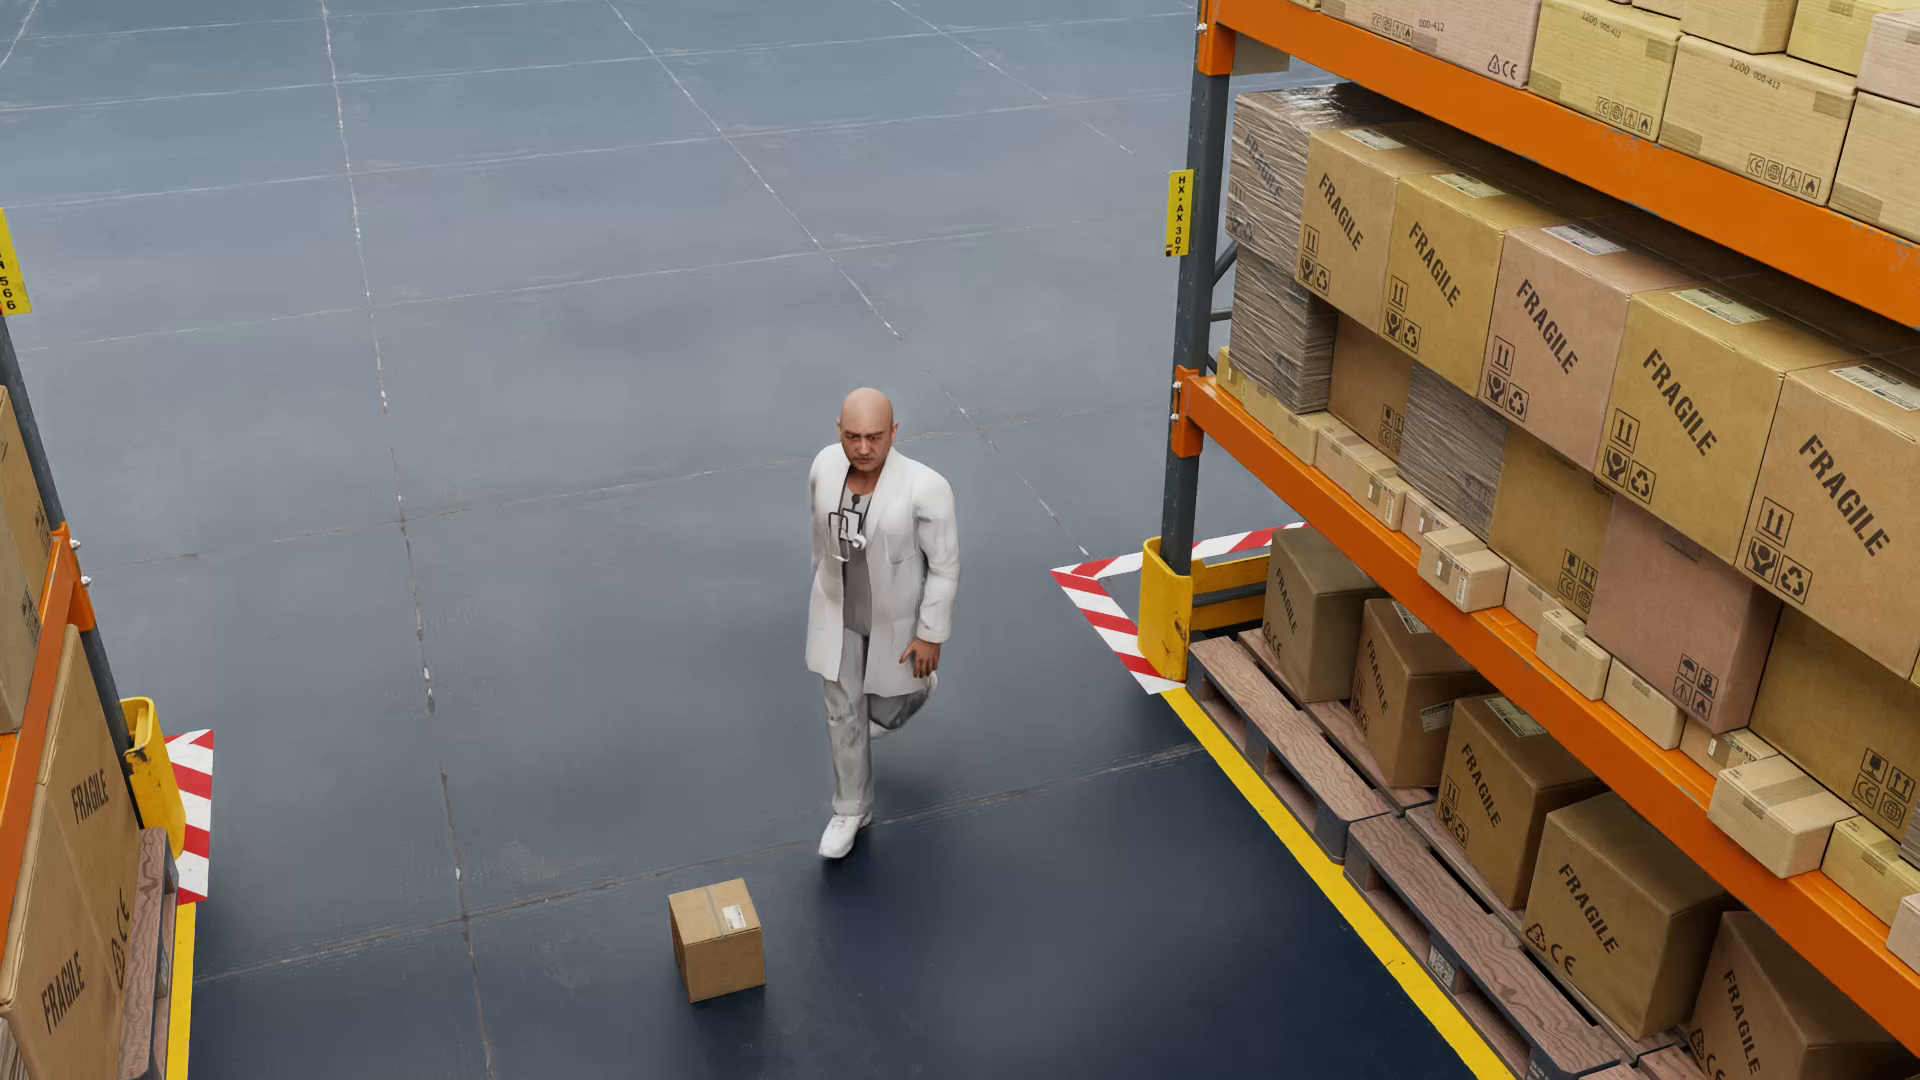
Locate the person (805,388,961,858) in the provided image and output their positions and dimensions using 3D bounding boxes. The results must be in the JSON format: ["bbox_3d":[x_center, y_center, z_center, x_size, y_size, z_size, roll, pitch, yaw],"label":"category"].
[{"bbox_3d":[-0.257,0.217,5.770,0.655,1.750,0.886,12,32,20],"label":"person"}]
